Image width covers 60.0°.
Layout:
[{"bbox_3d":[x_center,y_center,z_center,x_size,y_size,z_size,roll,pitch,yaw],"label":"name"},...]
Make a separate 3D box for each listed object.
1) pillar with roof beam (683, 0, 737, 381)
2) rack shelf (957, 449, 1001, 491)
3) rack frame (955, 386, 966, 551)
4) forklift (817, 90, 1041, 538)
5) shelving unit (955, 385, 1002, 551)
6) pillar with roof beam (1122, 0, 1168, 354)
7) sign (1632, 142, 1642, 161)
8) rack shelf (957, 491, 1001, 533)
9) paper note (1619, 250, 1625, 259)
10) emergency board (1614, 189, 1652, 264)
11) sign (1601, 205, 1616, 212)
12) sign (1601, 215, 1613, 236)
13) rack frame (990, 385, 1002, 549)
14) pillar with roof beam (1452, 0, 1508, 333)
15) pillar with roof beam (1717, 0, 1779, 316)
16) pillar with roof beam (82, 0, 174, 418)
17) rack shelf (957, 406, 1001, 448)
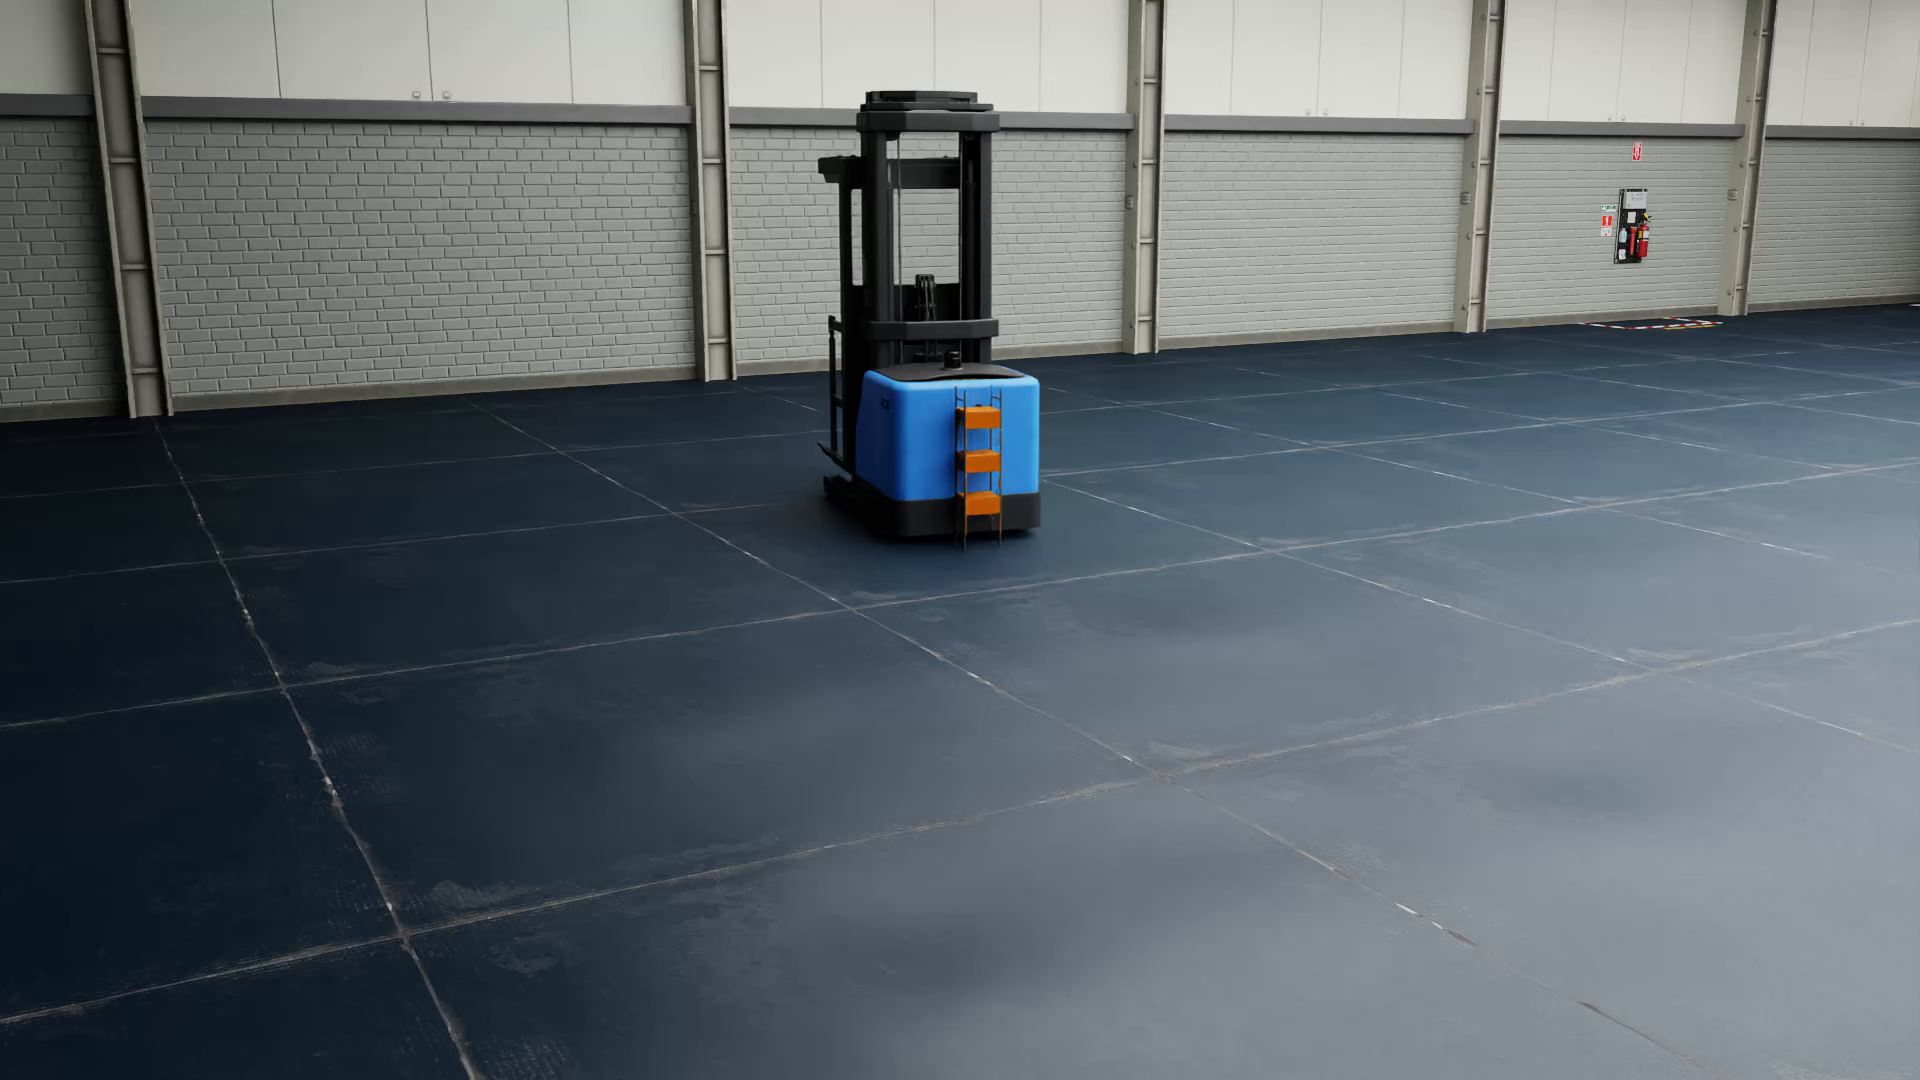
[{"bbox_3d":[-0.793,-5.448,14.821,0.400,9.000,9.100,-7,14,-28],"label":"pillar with roof beam"},{"bbox_3d":[0.118,-0.457,10.798,0.240,0.259,0.215,-4,13,-18],"label":"rack shelf"},{"bbox_3d":[0.002,-0.459,10.757,0.008,1.050,0.200,-4,13,-18],"label":"rack frame"},{"bbox_3d":[-0.390,-1.726,12.105,1.130,2.935,3.031,-4,13,-17],"label":"forklift"},{"bbox_3d":[0.118,-0.467,10.795,0.252,1.050,0.215,-4,13,-18],"label":"shelving unit"},{"bbox_3d":[4.474,-6.079,17.625,0.400,9.000,9.100,-7,14,-28],"label":"pillar with roof beam"},{"bbox_3d":[10.702,-6.141,26.284,0.199,0.298,0.001,-7,14,-28],"label":"sign"},{"bbox_3d":[0.118,-0.186,10.859,0.240,0.259,0.215,-4,13,-18],"label":"rack shelf"},{"bbox_3d":[10.568,-4.557,26.530,0.142,0.148,0.016,-7,14,-28],"label":"paper note"},{"bbox_3d":[10.757,-4.992,26.457,0.643,1.169,0.194,-7,14,-28],"label":"emergency board"},{"bbox_3d":[10.230,-5.228,26.220,0.331,0.109,0.001,-7,14,-28],"label":"sign"},{"bbox_3d":[10.222,-4.971,26.283,0.234,0.329,0.001,-7,14,-28],"label":"sign"},{"bbox_3d":[0.233,-0.476,10.833,0.008,1.050,0.200,-4,13,-18],"label":"rack frame"},{"bbox_3d":[9.740,-6.710,20.430,0.400,9.000,9.100,-7,14,-28],"label":"pillar with roof beam"},{"bbox_3d":[15.007,-7.341,23.235,0.400,9.000,9.100,-7,14,-28],"label":"pillar with roof beam"},{"bbox_3d":[-6.059,-4.817,12.016,0.400,9.000,9.100,-7,14,-28],"label":"pillar with roof beam"},{"bbox_3d":[0.118,-0.734,10.735,0.240,0.259,0.215,-4,13,-18],"label":"rack shelf"}]
